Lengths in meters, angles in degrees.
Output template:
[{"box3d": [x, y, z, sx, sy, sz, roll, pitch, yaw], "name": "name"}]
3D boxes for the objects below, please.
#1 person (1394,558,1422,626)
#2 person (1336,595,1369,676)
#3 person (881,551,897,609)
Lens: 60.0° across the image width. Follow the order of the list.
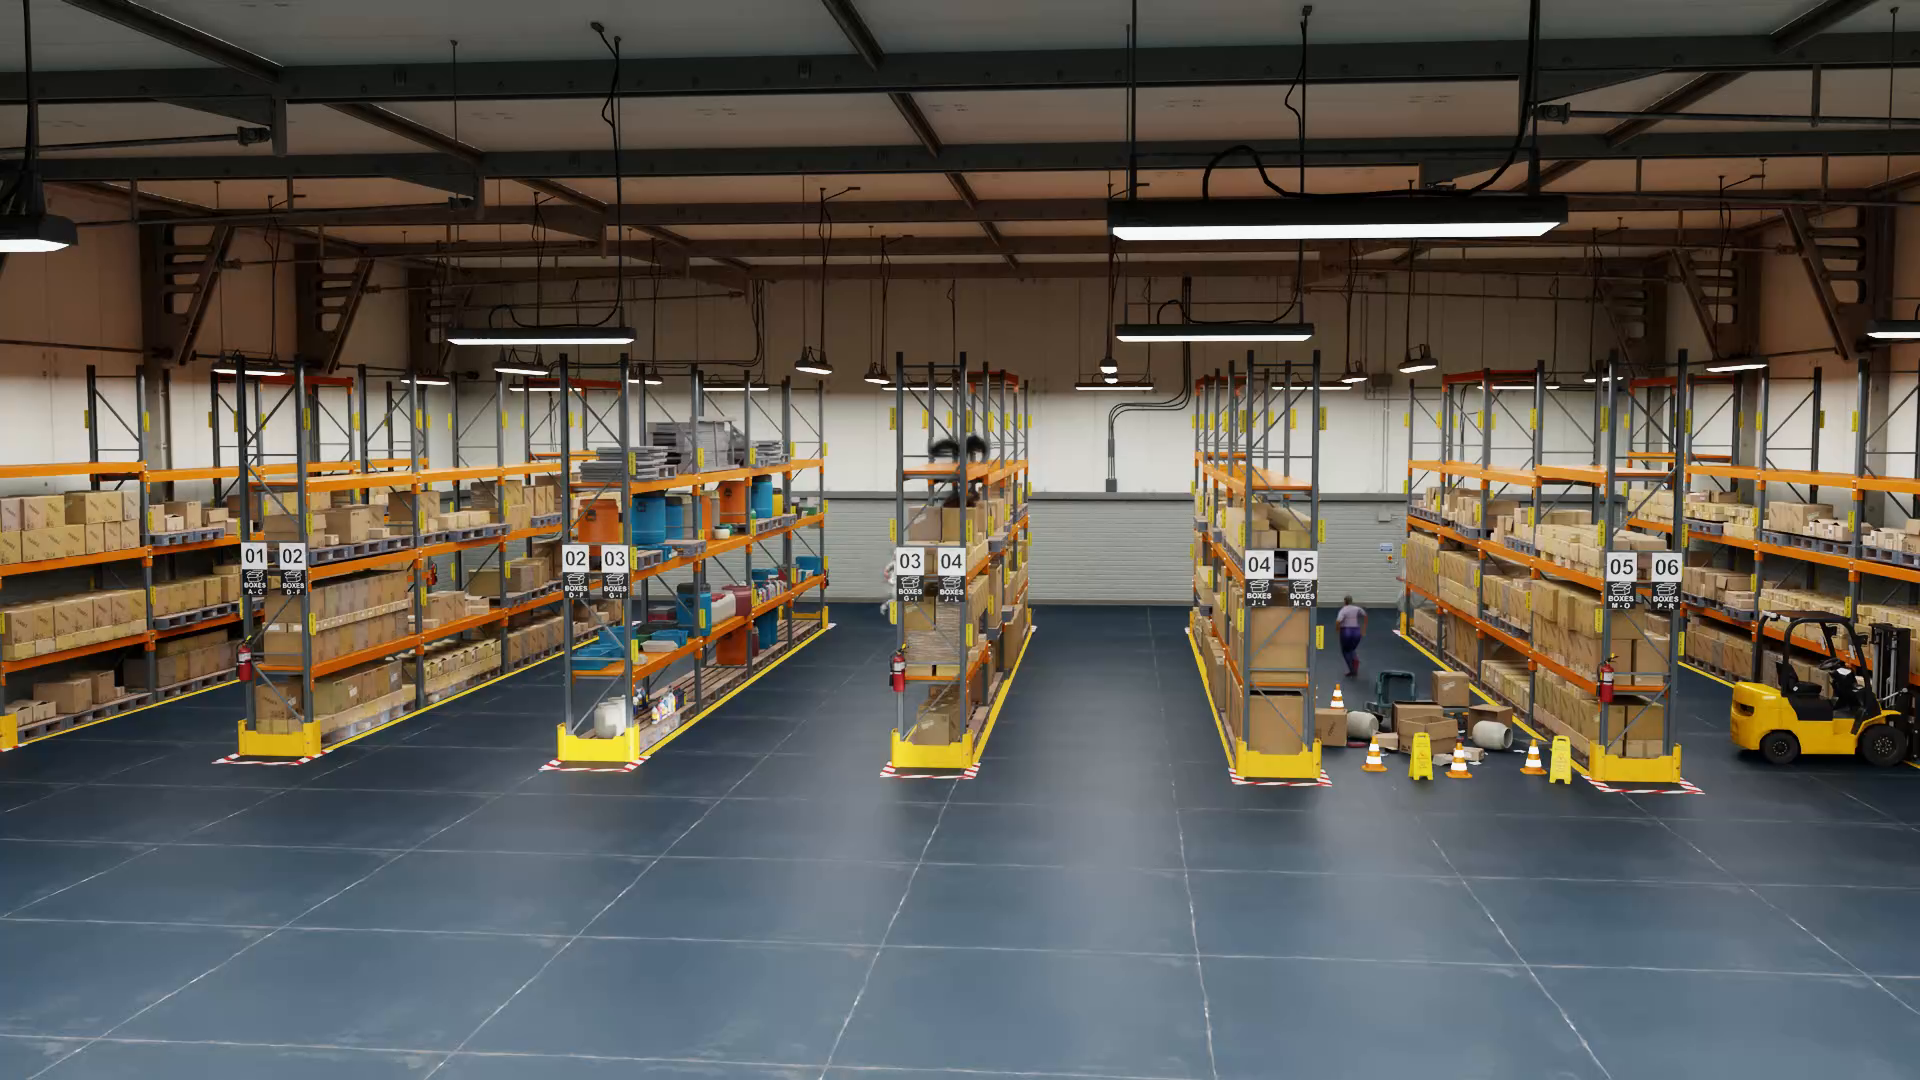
[{"box3d": [11.017, 1.227, 40.743, 0.855, 1.826, 0.685, 0, 4, -6], "name": "person"}, {"box3d": [7.721, 1.890, 32.797, 0.677, 1.589, 0.514, -1, 4, -12], "name": "person"}, {"box3d": [-1.667, 1.102, 42.268, 0.664, 1.672, 0.716, 3, 5, 35], "name": "person"}]
